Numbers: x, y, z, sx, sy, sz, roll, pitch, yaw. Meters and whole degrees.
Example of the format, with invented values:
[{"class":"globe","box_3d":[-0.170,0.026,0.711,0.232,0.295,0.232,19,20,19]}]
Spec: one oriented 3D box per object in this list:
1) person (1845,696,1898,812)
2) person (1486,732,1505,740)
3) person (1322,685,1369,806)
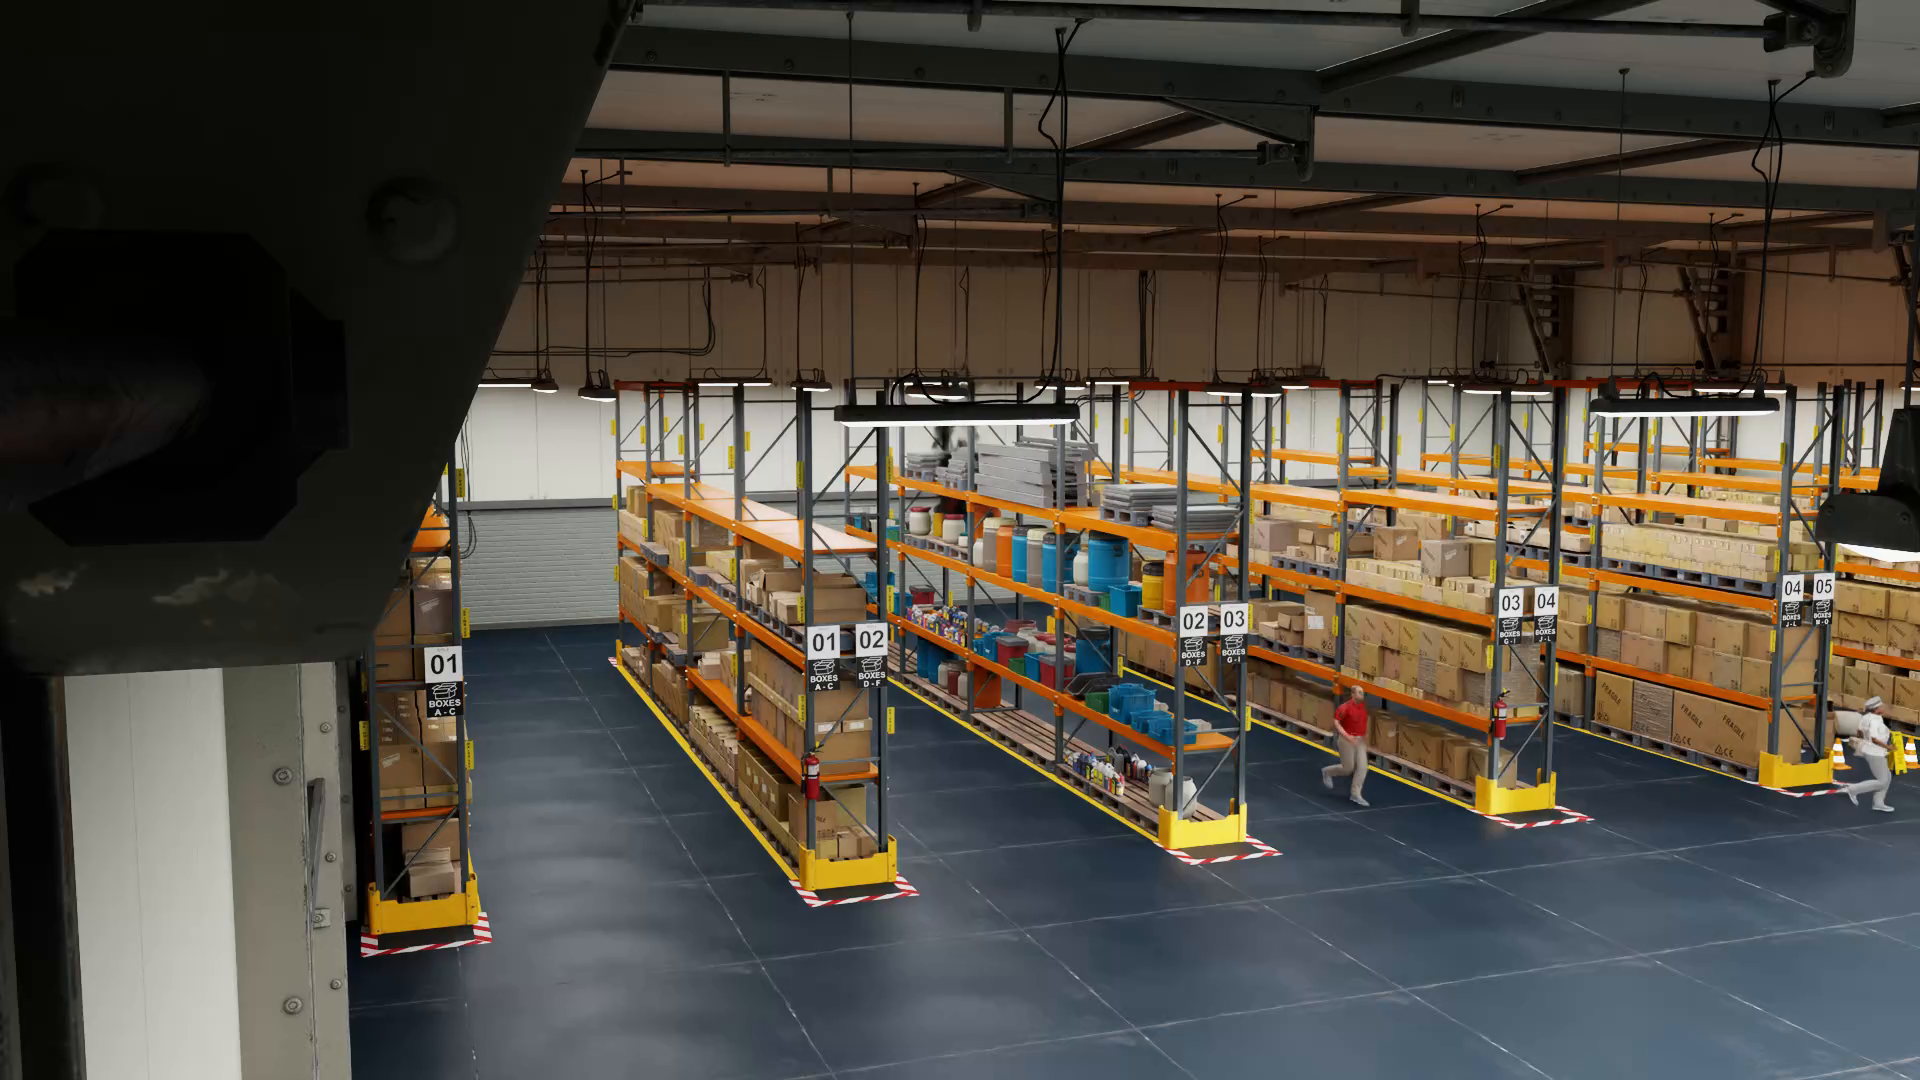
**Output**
[{"class":"person","box_3d":[12.914,3.022,23.565,0.680,1.646,0.580,1,6,14]},{"class":"person","box_3d":[9.051,2.496,28.320,0.724,1.752,0.653,-4,7,-31]},{"class":"person","box_3d":[5.666,2.947,24.201,0.688,1.714,0.823,-5,8,-39]}]
